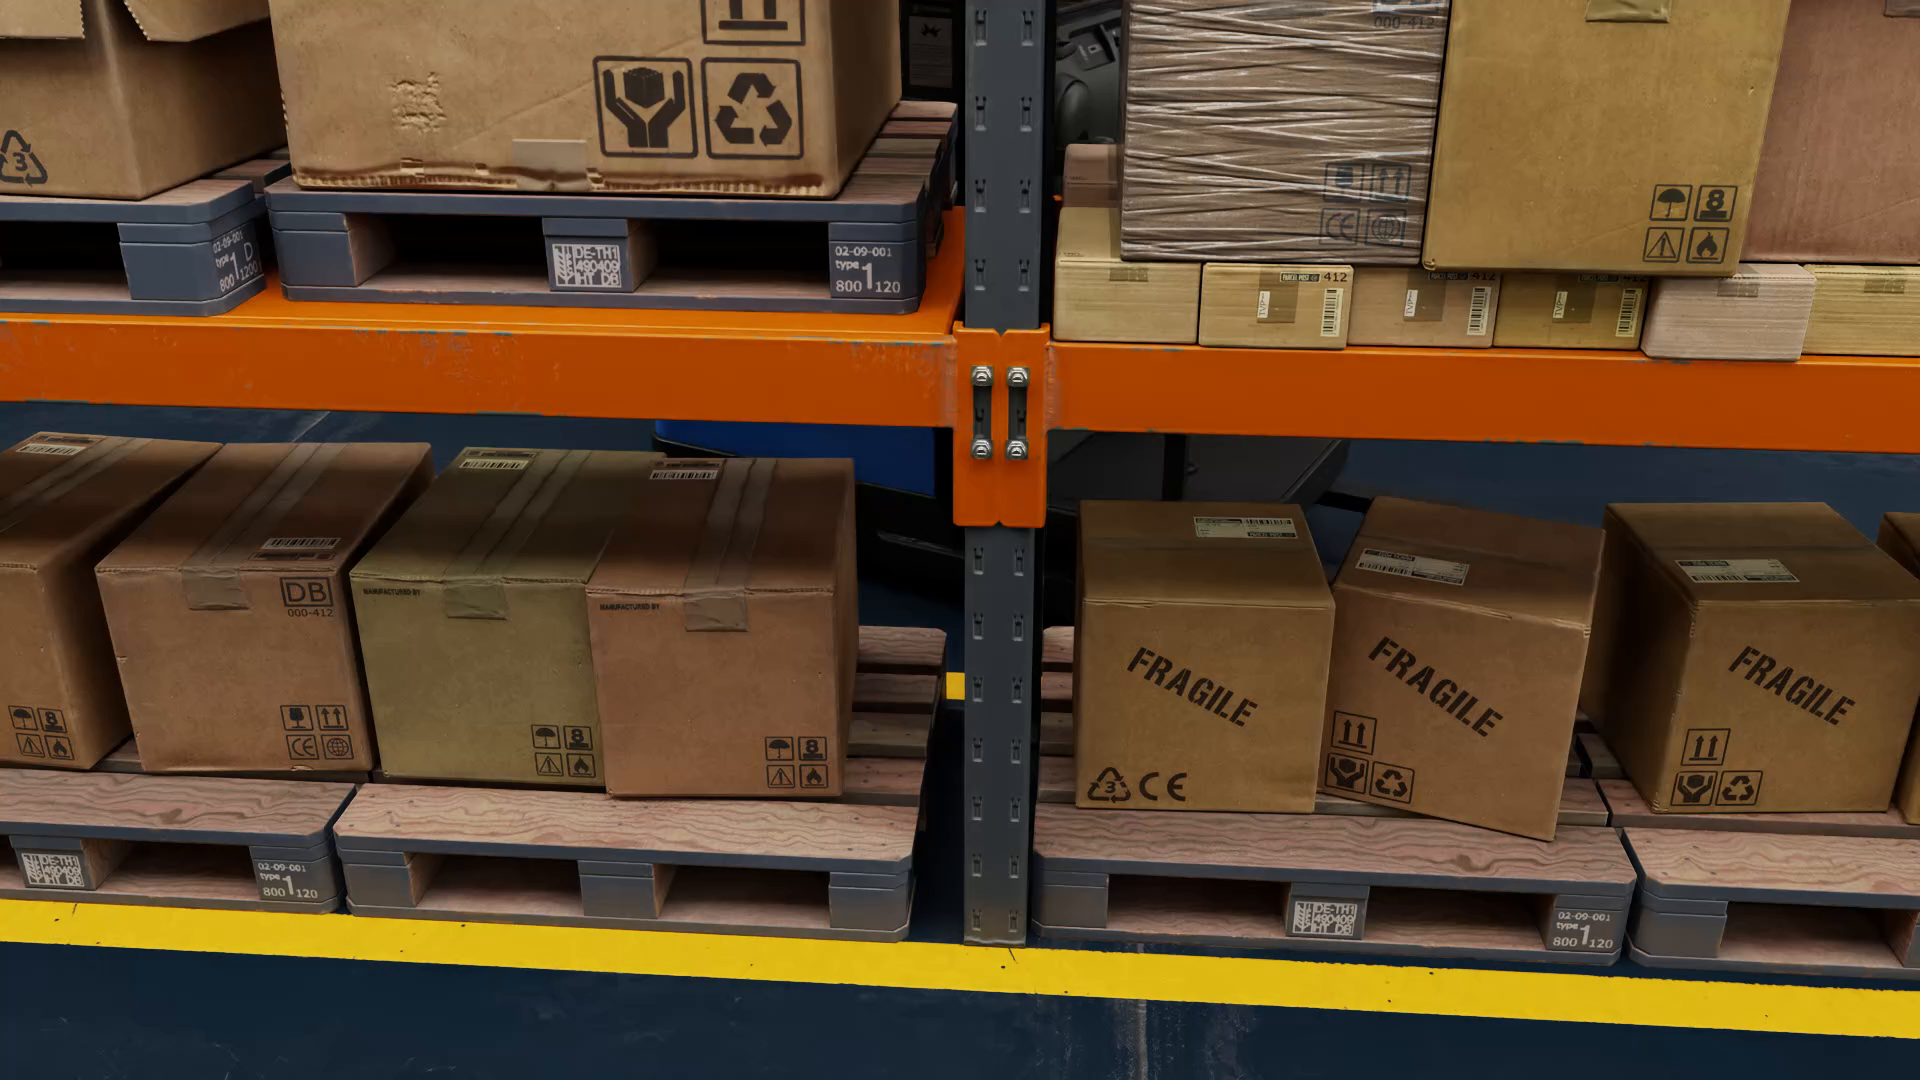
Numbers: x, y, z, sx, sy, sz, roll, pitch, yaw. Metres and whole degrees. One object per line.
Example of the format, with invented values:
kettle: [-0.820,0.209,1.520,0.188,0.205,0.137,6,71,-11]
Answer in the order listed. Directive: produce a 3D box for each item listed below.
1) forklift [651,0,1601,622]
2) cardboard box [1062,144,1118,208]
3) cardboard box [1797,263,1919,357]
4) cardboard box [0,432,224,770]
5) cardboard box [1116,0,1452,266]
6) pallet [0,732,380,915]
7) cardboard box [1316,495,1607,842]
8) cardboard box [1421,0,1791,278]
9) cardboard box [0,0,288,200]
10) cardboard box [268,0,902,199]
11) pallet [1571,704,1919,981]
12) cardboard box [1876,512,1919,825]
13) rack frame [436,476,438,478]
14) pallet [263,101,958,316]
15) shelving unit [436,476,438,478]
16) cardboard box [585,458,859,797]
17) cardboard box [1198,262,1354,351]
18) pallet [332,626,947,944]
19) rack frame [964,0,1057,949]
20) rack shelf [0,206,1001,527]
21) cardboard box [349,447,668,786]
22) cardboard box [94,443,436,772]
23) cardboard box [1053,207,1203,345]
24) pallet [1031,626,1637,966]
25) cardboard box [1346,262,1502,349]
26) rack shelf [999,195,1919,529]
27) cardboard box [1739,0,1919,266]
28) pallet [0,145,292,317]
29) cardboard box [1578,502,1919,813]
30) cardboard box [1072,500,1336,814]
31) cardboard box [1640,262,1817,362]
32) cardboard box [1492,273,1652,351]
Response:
forklift: [0.568,-1.273,4.510,3.031,2.935,1.130,13,28,25]
cardboard box: [0.346,-0.733,3.555,0.250,0.149,0.380,2,25,4]
cardboard box: [1.549,-0.455,2.952,0.250,0.149,0.380,2,25,4]
cardboard box: [-2.090,0.117,3.871,0.500,0.500,0.700,4,25,8]
cardboard box: [0.553,-0.872,3.081,0.500,0.500,0.875,2,25,4]
pallet: [-1.887,0.473,3.970,1.213,0.211,1.003,2,25,4]
cardboard box: [1.077,0.258,3.589,0.500,0.500,0.500,10,27,21]
cardboard box: [1.049,-0.841,3.014,0.500,0.500,0.875,2,25,4]
cardboard box: [-1.626,-0.986,3.179,0.637,0.503,0.797,4,25,9]
cardboard box: [-0.672,-1.279,3.220,1.000,1.000,1.000,2,25,4]
pallet: [2.001,0.580,3.737,1.213,0.211,1.003,2,25,4]
cardboard box: [2.255,0.282,3.538,0.500,0.500,0.500,4,25,9]
rack frame: [-1.761,-0.149,5.121,1.200,0.006,0.240,0,25,2]
pallet: [-0.642,-0.729,3.476,1.213,0.211,1.003,2,25,4]
shelving unit: [-1.760,-0.066,5.159,1.200,0.189,0.258,0,25,2]
cardboard box: [-0.501,0.176,3.744,0.500,0.500,0.700,0,25,0]
cardboard box: [0.549,-0.472,2.987,0.250,0.149,0.380,2,25,4]
pallet: [-0.667,0.511,3.887,1.213,0.211,1.003,2,25,4]
rack frame: [0.109,-0.732,3.251,0.127,3.000,1.000,2,25,4]
rack shelf: [-1.885,-0.469,3.541,4.000,0.370,1.077,2,25,4]
cardboard box: [-0.975,0.152,3.794,0.500,0.500,0.700,2,25,4]
cardboard box: [-1.533,0.135,3.833,0.500,0.500,0.700,0,25,-1]
cardboard box: [0.301,-0.485,3.016,0.250,0.149,0.380,2,25,4]
pallet: [0.782,0.542,3.820,1.213,0.211,1.003,2,25,4]
cardboard box: [0.800,-0.475,2.995,0.250,0.149,0.380,2,25,4]
rack shelf: [2.103,-0.341,3.263,4.000,0.370,1.077,2,25,4]
cardboard box: [1.555,-0.867,3.071,0.500,0.500,0.875,2,25,4]
pallet: [-1.902,-0.726,3.469,1.213,0.211,1.003,2,25,4]
cardboard box: [1.702,0.245,3.617,0.500,0.500,0.500,0,25,-1]
cardboard box: [0.505,0.243,3.622,0.500,0.500,0.500,1,25,2]
cardboard box: [1.296,-0.446,2.932,0.250,0.149,0.380,2,25,4]
cardboard box: [1.050,-0.471,2.986,0.250,0.149,0.380,2,25,4]
